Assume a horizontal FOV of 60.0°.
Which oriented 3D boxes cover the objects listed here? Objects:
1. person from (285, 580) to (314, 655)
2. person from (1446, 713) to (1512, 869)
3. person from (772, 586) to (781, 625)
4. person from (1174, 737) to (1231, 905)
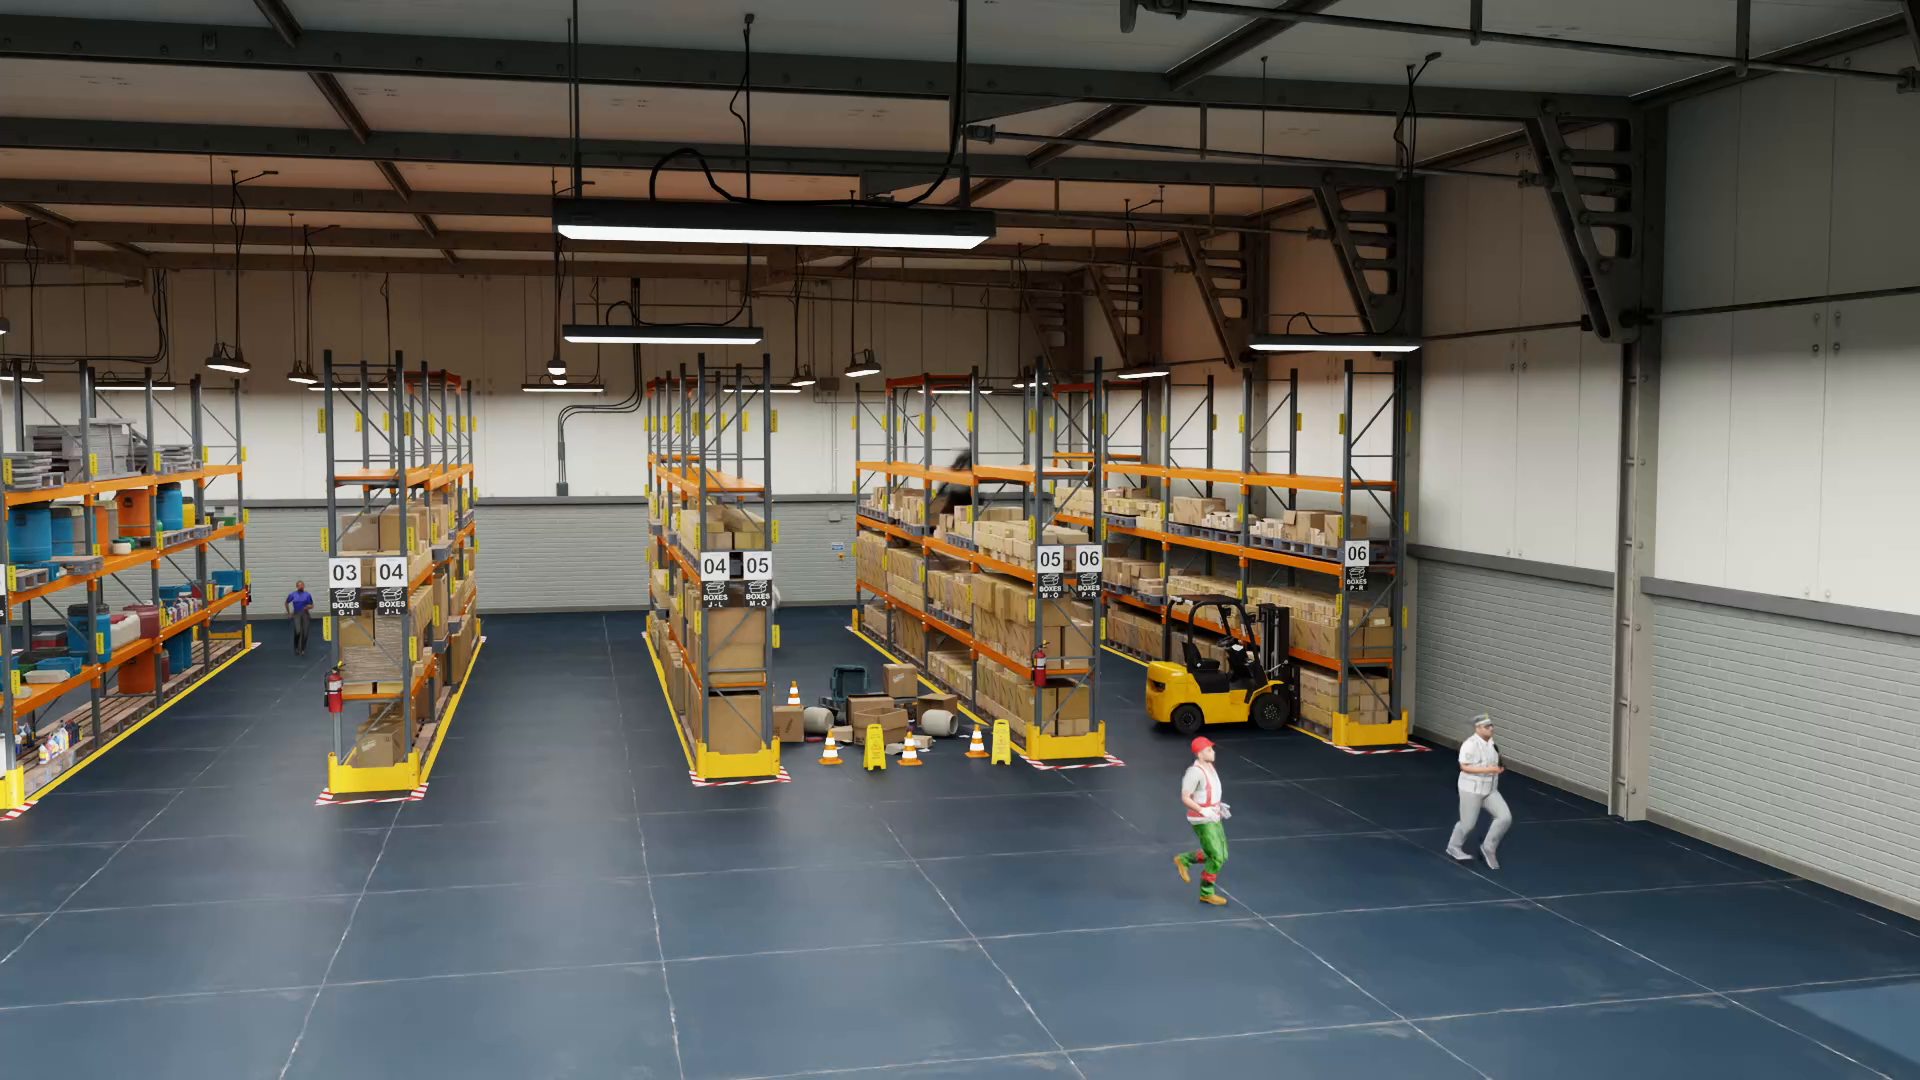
[{"bbox_3d":[-14.236,1.683,35.889,0.557,1.621,0.639,-2,5,-30],"label":"person"},{"bbox_3d":[5.831,2.831,18.757,0.641,1.815,0.790,-3,5,-33],"label":"person"},{"bbox_3d":[-4.349,1.578,37.585,0.605,1.645,0.581,-1,4,-17],"label":"person"},{"bbox_3d":[2.504,2.926,17.435,0.615,1.745,0.656,2,5,29],"label":"person"}]
